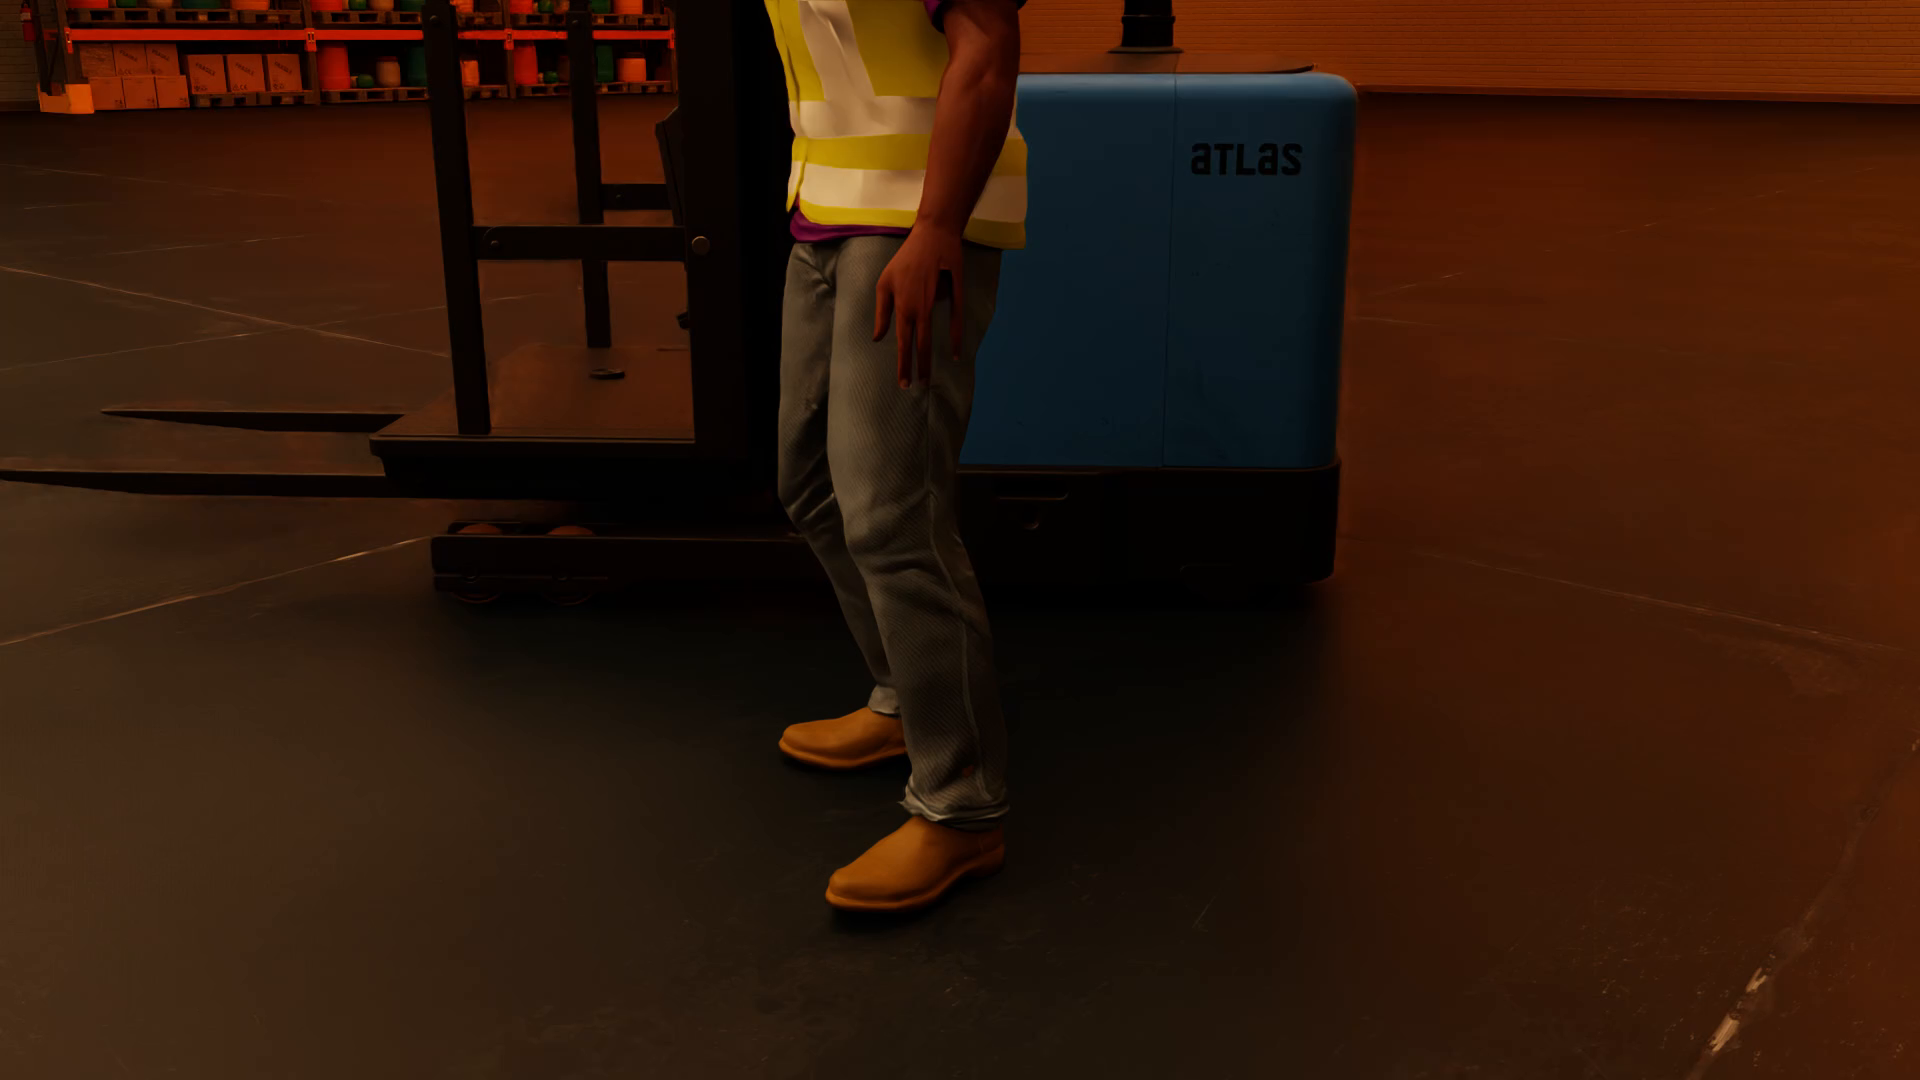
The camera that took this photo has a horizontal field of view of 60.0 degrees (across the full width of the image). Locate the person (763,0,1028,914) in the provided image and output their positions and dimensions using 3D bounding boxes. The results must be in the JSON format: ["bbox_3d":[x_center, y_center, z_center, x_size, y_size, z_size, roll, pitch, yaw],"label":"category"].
[{"bbox_3d":[-0.131,-0.436,2.387,0.421,1.739,0.824,-6,18,-19],"label":"person"}]

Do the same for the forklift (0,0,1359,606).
[{"bbox_3d":[-0.708,-1.417,3.564,3.031,2.935,1.130,1,17,3],"label":"forklift"}]
